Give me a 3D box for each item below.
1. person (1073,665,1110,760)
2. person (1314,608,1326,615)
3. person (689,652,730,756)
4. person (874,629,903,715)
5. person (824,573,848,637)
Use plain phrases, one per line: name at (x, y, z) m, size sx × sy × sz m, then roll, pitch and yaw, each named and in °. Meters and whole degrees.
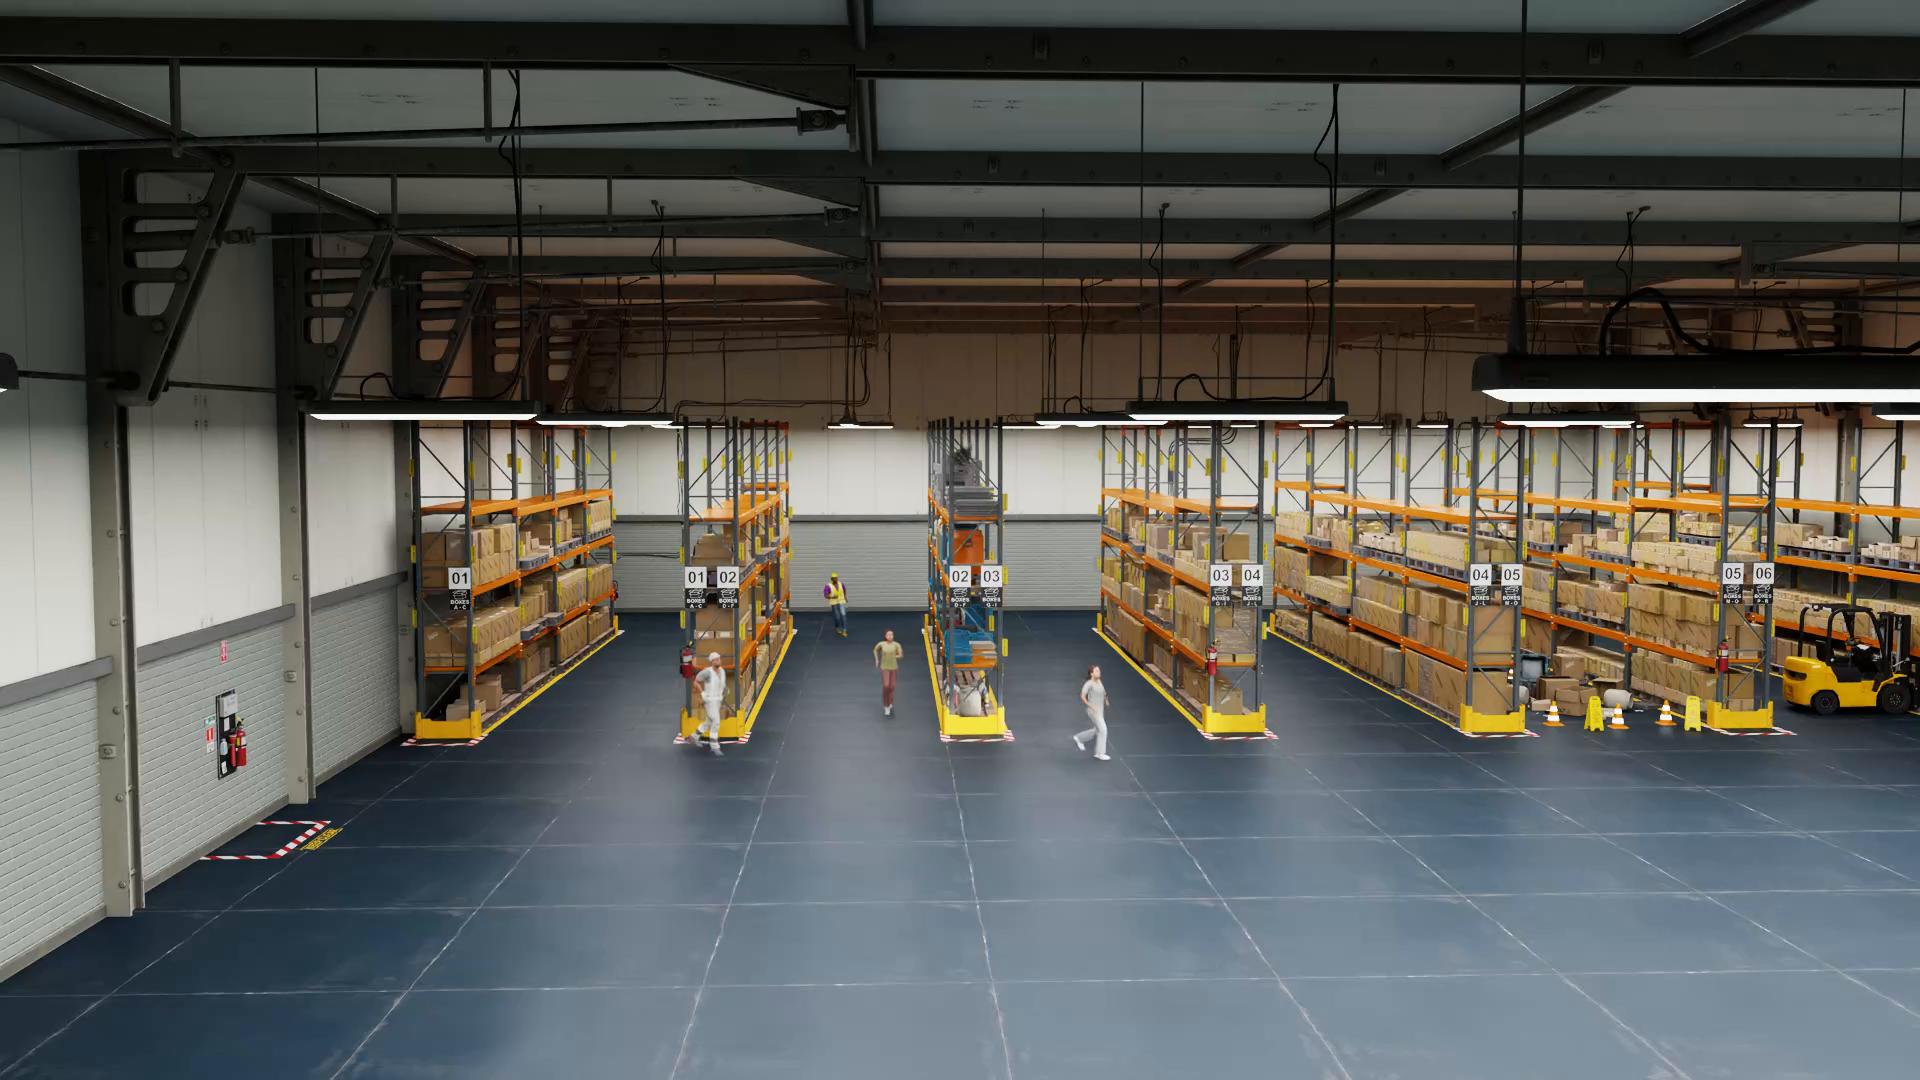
person at (2.320, 3.006, 29.176) m, size 0.710 × 1.655 × 0.564 m, roll 2°, pitch 4°, yaw 31°
person at (10.444, 1.692, 48.726) m, size 0.750 × 1.758 × 0.856 m, roll -3°, pitch 5°, yaw -39°
person at (-4.456, 2.902, 29.696) m, size 0.823 × 1.828 × 0.653 m, roll 2°, pitch 4°, yaw 31°
person at (-1.450, 2.669, 33.930) m, size 0.549 × 1.726 × 0.756 m, roll -1°, pitch 4°, yaw -14°
person at (-3.437, 1.798, 46.368) m, size 0.702 × 1.753 × 0.901 m, roll -1°, pitch 4°, yaw -15°
